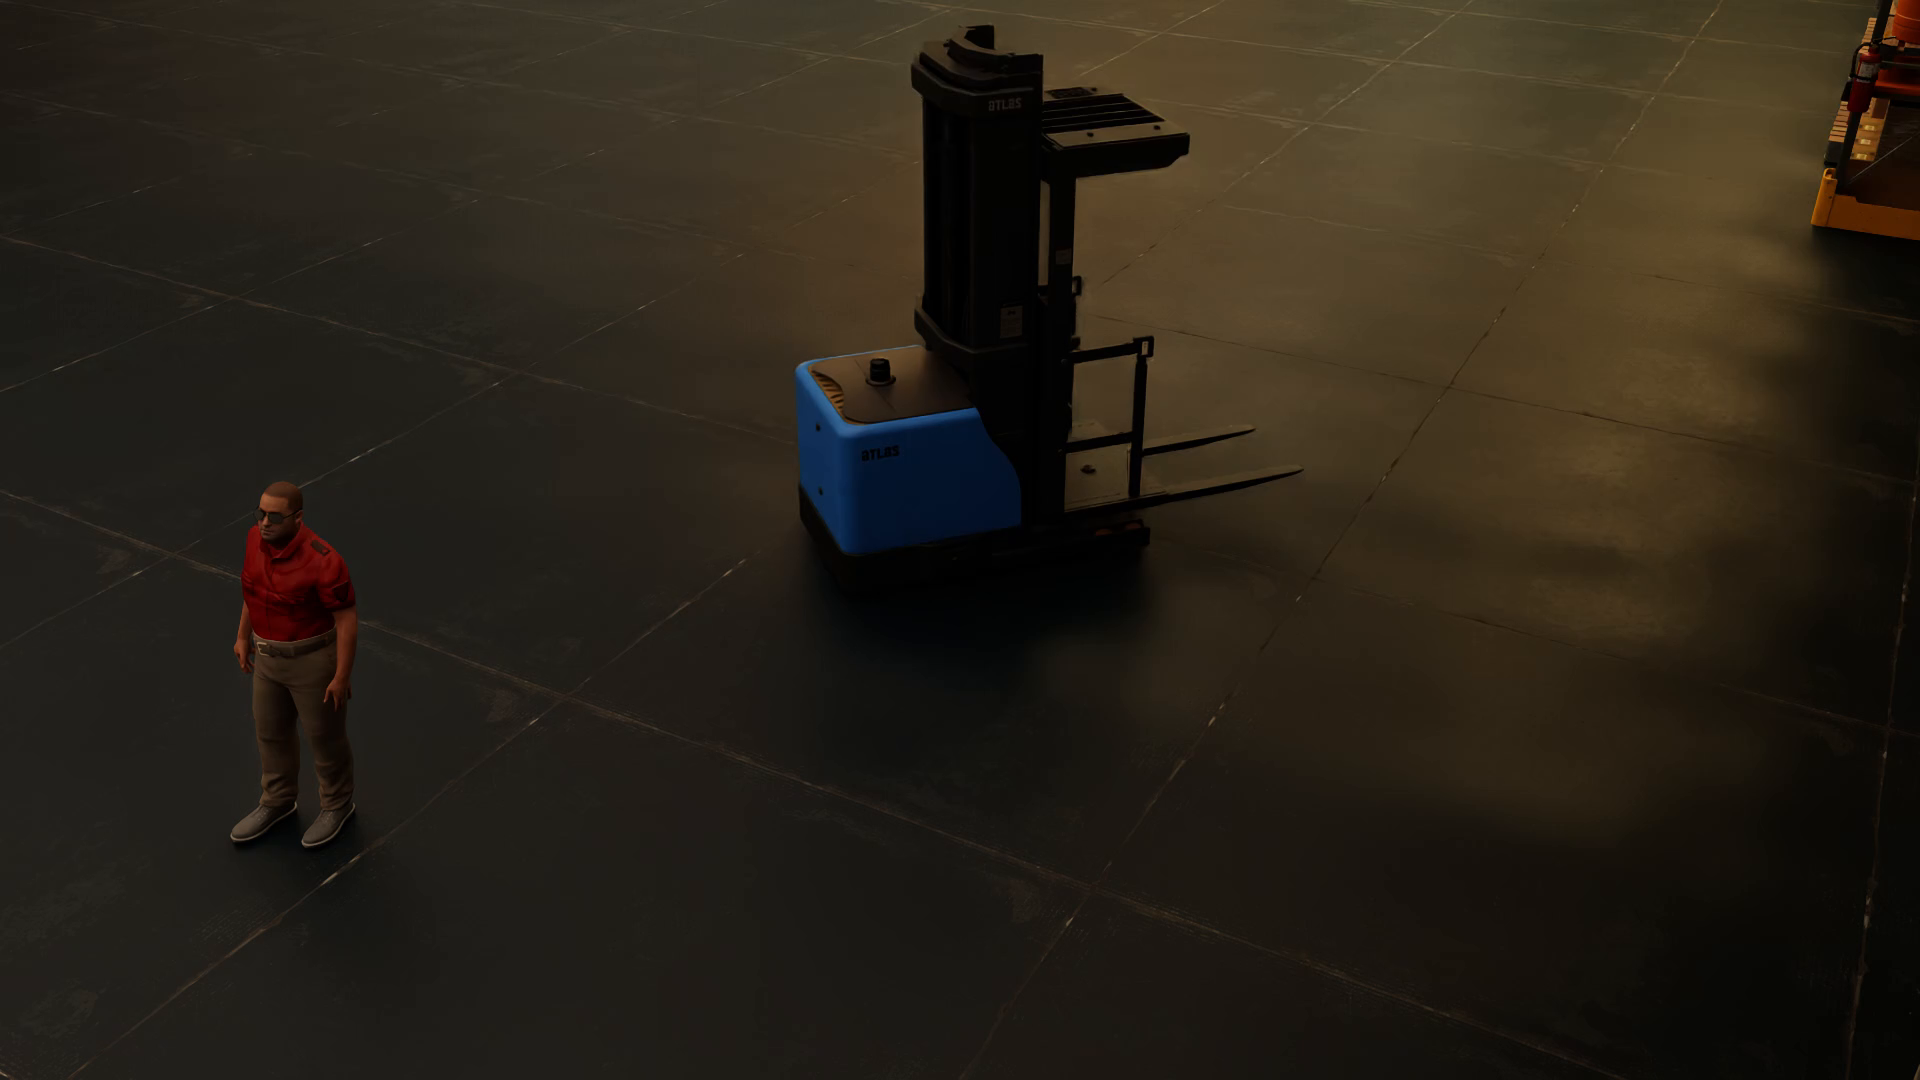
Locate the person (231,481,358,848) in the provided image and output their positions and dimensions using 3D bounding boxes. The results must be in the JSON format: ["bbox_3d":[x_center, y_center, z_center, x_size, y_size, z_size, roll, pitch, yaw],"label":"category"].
[{"bbox_3d":[-2.955,0.572,7.268,0.640,1.727,0.551,13,33,22],"label":"person"}]

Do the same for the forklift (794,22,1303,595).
[{"bbox_3d":[0.597,-1.406,9.506,3.031,2.935,1.130,-11,32,-18],"label":"forklift"}]
